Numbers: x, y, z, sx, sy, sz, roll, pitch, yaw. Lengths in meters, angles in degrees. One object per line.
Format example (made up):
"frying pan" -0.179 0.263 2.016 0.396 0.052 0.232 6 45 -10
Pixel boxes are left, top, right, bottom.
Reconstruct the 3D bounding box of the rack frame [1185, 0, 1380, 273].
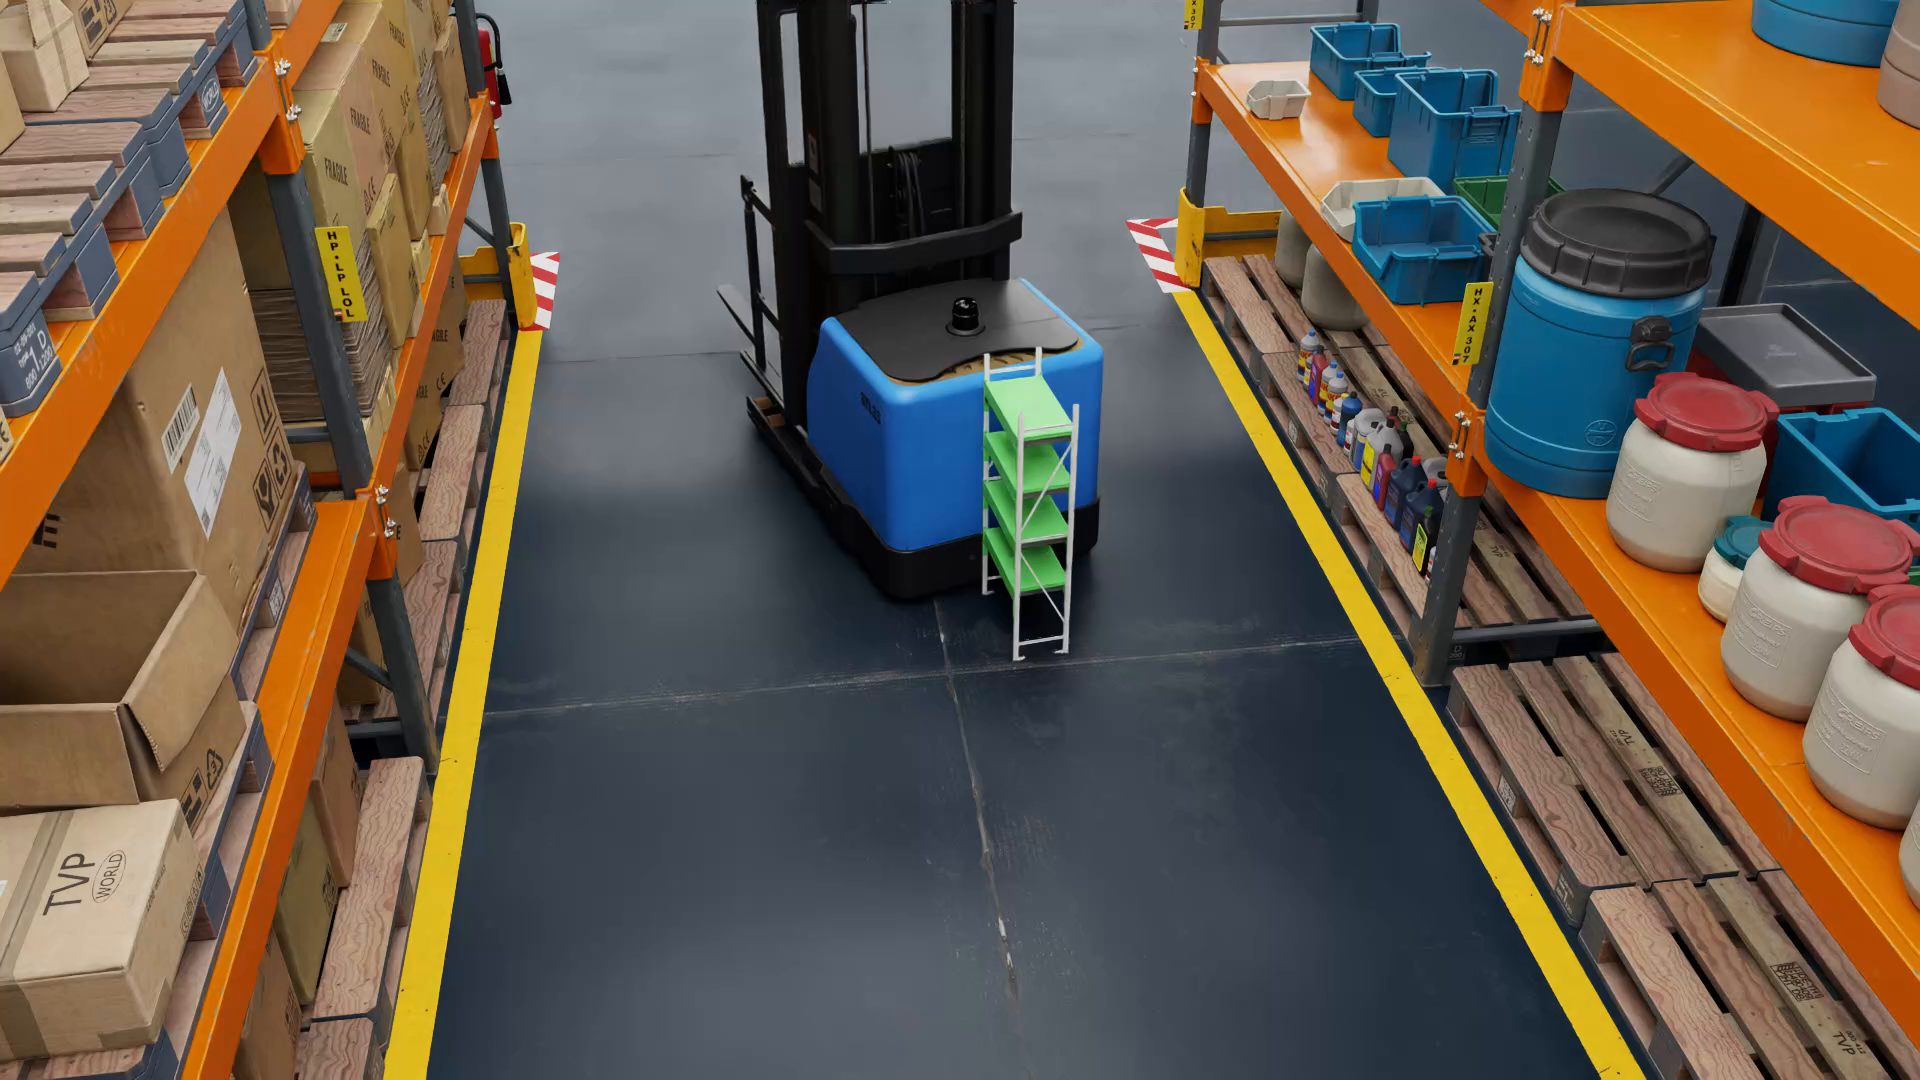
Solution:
"rack frame" 1.851 -2.929 9.384 1.000 3.000 0.127 -4 35 -6

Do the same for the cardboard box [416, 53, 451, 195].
"cardboard box" -2.799 -1.857 7.458 0.875 0.500 0.500 -4 35 -6

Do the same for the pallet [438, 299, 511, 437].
"pallet" -2.972 -0.903 8.887 1.003 0.211 1.213 -4 35 -6

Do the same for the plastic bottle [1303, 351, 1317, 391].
"plastic bottle" 1.800 -0.861 8.444 0.097 0.201 0.097 0 34 0

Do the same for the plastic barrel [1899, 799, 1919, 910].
"plastic barrel" 2.521 0.696 3.965 0.421 0.512 0.421 0 34 0

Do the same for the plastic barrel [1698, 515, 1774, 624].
"plastic barrel" 2.415 0.111 5.047 0.301 0.262 0.301 0 34 0

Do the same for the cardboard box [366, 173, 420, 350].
"cardboard box" -2.550 -1.023 6.235 0.875 0.500 0.500 -4 35 -6

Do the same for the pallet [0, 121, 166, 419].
"pallet" -2.399 -0.552 3.400 1.213 0.211 1.003 -4 35 -6

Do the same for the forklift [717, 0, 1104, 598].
"forklift" -0.445 -1.778 7.756 1.130 2.935 3.031 -15 37 -20

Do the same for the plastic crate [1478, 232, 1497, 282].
"plastic crate" 2.445 -0.973 6.569 0.767 0.338 0.504 -4 35 -6

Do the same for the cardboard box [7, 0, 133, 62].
"cardboard box" -2.554 -1.507 4.170 0.797 0.503 0.637 -6 35 -9

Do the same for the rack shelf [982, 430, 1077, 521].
"rack shelf" 0.277 -0.284 6.788 0.258 0.148 0.480 -9 35 -12

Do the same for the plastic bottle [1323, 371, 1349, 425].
"plastic bottle" 1.846 -0.701 8.147 0.097 0.271 0.097 0 34 0

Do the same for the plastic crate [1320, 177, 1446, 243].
"plastic crate" 1.920 -1.475 7.484 0.530 0.136 0.437 -4 35 -6

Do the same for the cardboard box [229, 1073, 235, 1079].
"cardboard box" -2.261 1.765 4.325 0.700 0.500 0.500 -2 34 -2

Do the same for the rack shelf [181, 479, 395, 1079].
"rack shelf" -2.250 1.092 4.123 1.077 0.370 4.000 -4 35 -6

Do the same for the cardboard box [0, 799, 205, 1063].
"cardboard box" -1.978 0.846 3.605 0.500 0.250 0.500 -5 35 -8

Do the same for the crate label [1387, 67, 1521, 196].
"crate label" 2.367 -1.937 7.897 0.502 0.435 0.616 -4 35 -6

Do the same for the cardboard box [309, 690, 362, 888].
"cardboard box" -2.458 0.874 5.633 0.700 0.500 0.500 -7 35 -10

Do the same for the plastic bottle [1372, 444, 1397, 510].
"plastic bottle" 1.928 -0.288 7.531 0.061 0.283 0.133 -2 34 -3

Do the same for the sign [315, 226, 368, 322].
"sign" -1.969 -0.844 5.297 0.100 0.325 0.005 -4 35 -6

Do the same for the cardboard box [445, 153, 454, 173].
"cardboard box" -2.678 -1.891 8.084 0.380 0.149 0.250 -4 35 -6

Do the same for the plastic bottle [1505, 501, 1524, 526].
"plastic bottle" 2.549 -0.255 7.422 0.144 0.351 0.185 -4 35 -6

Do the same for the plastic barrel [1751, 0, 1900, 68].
"plastic barrel" 2.673 -1.876 4.730 0.600 0.901 0.708 -4 35 -6

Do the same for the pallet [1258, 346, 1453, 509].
"pallet" 2.173 -0.605 8.450 1.003 0.211 1.213 -4 35 -6

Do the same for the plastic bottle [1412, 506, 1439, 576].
"plastic bottle" 1.998 0.001 7.107 0.061 0.283 0.133 -3 34 -4

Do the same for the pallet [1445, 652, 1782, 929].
"pallet" 2.533 0.891 6.255 1.003 0.211 1.213 -4 35 -6

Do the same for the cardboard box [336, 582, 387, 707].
"cardboard box" -2.533 0.312 6.476 0.500 0.500 0.500 -5 35 -8

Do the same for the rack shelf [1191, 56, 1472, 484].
"rack shelf" 2.120 -1.515 7.949 1.077 0.370 4.000 -4 35 -6

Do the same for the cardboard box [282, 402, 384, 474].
"cardboard box" -2.250 -0.360 5.838 0.380 0.149 0.250 -4 35 -6

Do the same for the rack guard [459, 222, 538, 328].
"rack guard" -3.046 -1.478 9.475 1.175 0.500 0.348 -4 35 -6

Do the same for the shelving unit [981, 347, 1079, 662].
"shelving unit" 0.277 -0.138 6.887 0.258 1.200 0.503 -9 35 -12

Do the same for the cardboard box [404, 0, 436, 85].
"cardboard box" -2.600 -2.285 7.199 0.500 0.500 0.500 -4 35 -6

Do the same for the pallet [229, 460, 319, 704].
"pallet" -2.560 0.195 4.970 1.003 0.211 1.213 -4 35 -6

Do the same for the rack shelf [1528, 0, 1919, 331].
"rack shelf" 2.658 -0.523 3.829 1.077 0.370 4.000 -4 35 -6

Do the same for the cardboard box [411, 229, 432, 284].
"cardboard box" -2.465 -1.196 7.065 0.380 0.149 0.250 -4 35 -6

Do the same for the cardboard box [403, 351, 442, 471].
"cardboard box" -2.810 -0.663 7.906 0.500 0.500 0.500 -1 34 -2

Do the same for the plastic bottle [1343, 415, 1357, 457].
"plastic bottle" 1.887 -0.502 7.917 0.097 0.201 0.097 0 34 0

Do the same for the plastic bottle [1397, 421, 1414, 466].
"plastic bottle" 2.046 -0.403 7.699 0.061 0.283 0.133 -4 35 -6

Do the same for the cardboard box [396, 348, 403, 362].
"cardboard box" -2.374 -0.777 6.450 0.380 0.149 0.250 -4 35 -6

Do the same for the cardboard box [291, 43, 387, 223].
"cardboard box" -2.396 -1.448 5.971 0.500 0.500 0.500 -4 35 -6

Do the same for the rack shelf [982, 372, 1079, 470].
"rack shelf" 0.277 -0.482 6.653 0.258 0.148 0.480 -9 35 -12

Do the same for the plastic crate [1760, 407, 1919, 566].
"plastic crate" 2.846 -0.098 5.244 0.392 0.384 0.575 -4 35 -6
